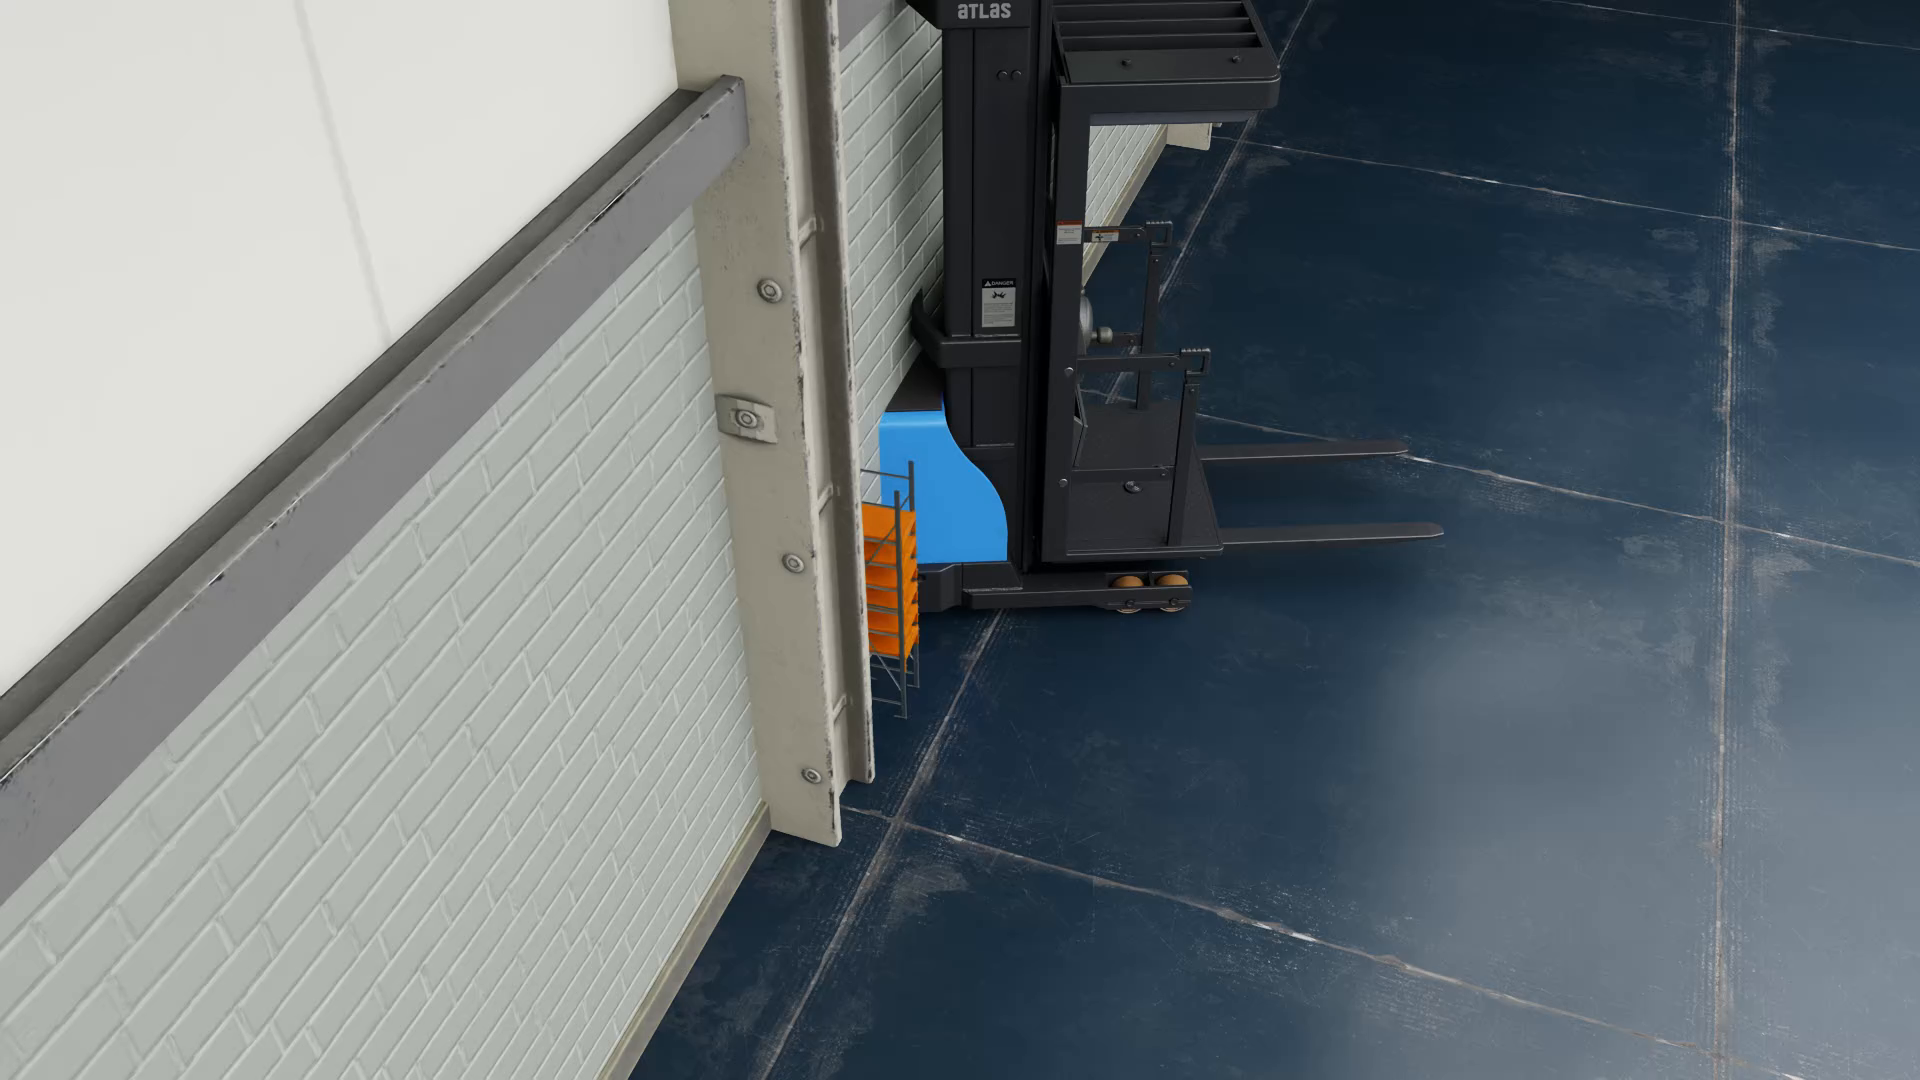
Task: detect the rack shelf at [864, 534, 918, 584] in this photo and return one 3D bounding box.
[{"bbox_3d":[-0.312,0.053,6.416,0.258,0.103,0.180,10,41,11],"label":"rack shelf"}]

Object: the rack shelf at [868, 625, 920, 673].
[{"bbox_3d":[-0.312,0.418,6.728,0.258,0.103,0.180,10,41,11],"label":"rack shelf"}]

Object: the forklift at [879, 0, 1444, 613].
[{"bbox_3d":[0.626,-1.137,6.778,3.031,2.935,1.130,-2,41,-2],"label":"forklift"}]

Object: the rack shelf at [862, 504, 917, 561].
[{"bbox_3d":[-0.312,-0.038,6.338,0.258,0.103,0.180,10,41,11],"label":"rack shelf"}]

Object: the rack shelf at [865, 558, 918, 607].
[{"bbox_3d":[-0.312,0.144,6.494,0.258,0.103,0.180,10,41,11],"label":"rack shelf"}]

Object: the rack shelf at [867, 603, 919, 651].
[{"bbox_3d":[-0.312,0.327,6.650,0.258,0.103,0.180,10,41,11],"label":"rack shelf"}]

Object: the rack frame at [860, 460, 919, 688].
[{"bbox_3d":[-0.288,0.144,6.610,0.240,1.200,0.006,10,41,11],"label":"rack frame"}]

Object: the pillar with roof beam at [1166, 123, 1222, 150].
[{"bbox_3d":[5.550,-5.111,6.761,9.100,9.000,0.400,13,42,15],"label":"pillar with roof beam"}]

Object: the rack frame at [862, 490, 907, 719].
[{"bbox_3d":[-0.336,0.259,6.476,0.240,1.200,0.006,10,41,11],"label":"rack frame"}]

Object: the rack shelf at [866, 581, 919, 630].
[{"bbox_3d":[-0.312,0.235,6.572,0.258,0.103,0.180,10,41,11],"label":"rack shelf"}]

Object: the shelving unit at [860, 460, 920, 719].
[{"bbox_3d":[-0.312,0.202,6.543,0.258,1.200,0.189,10,41,11],"label":"shelving unit"}]

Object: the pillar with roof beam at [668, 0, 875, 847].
[{"bbox_3d":[3.498,-1.452,2.472,9.100,9.000,0.400,13,42,15],"label":"pillar with roof beam"}]
